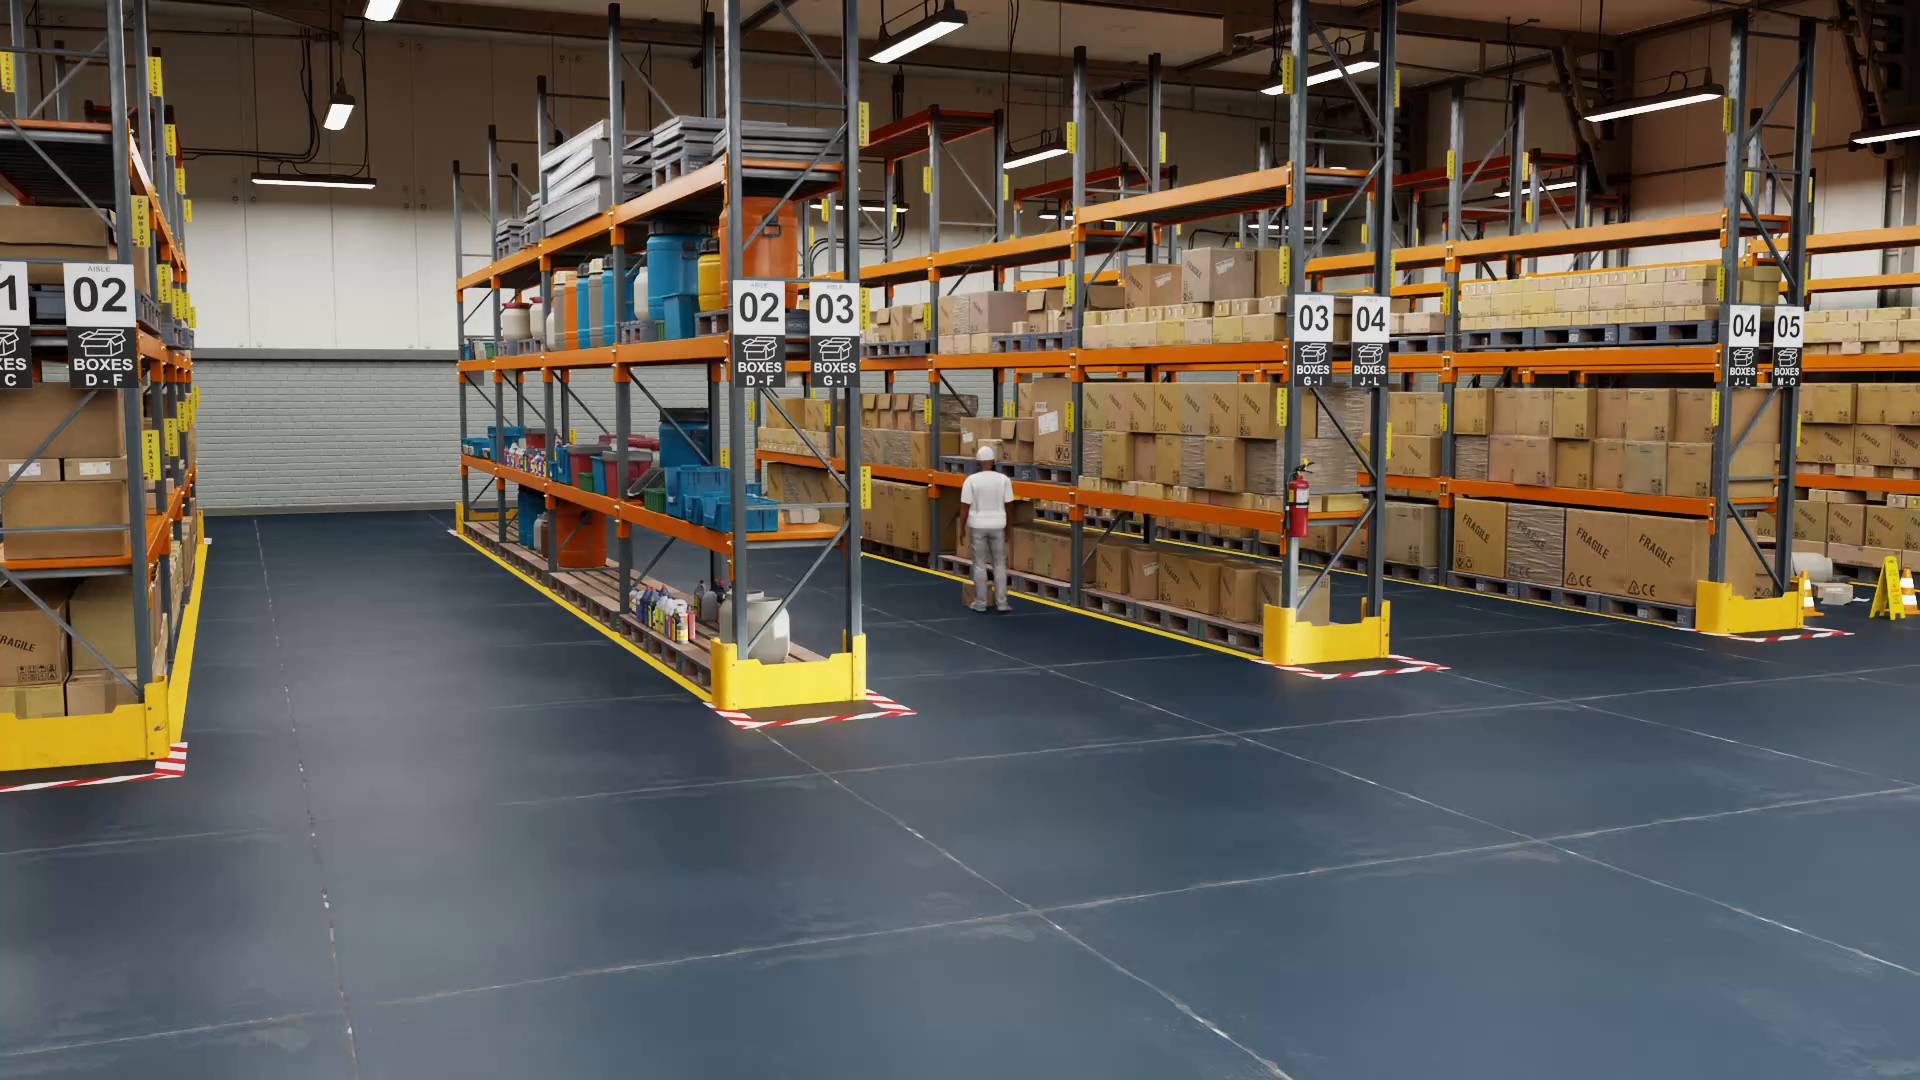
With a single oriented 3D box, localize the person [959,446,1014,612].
[{"bbox_3d":[0.275,-0.111,17.817,0.583,1.788,0.370,-1,5,-11],"label":"person"}]
